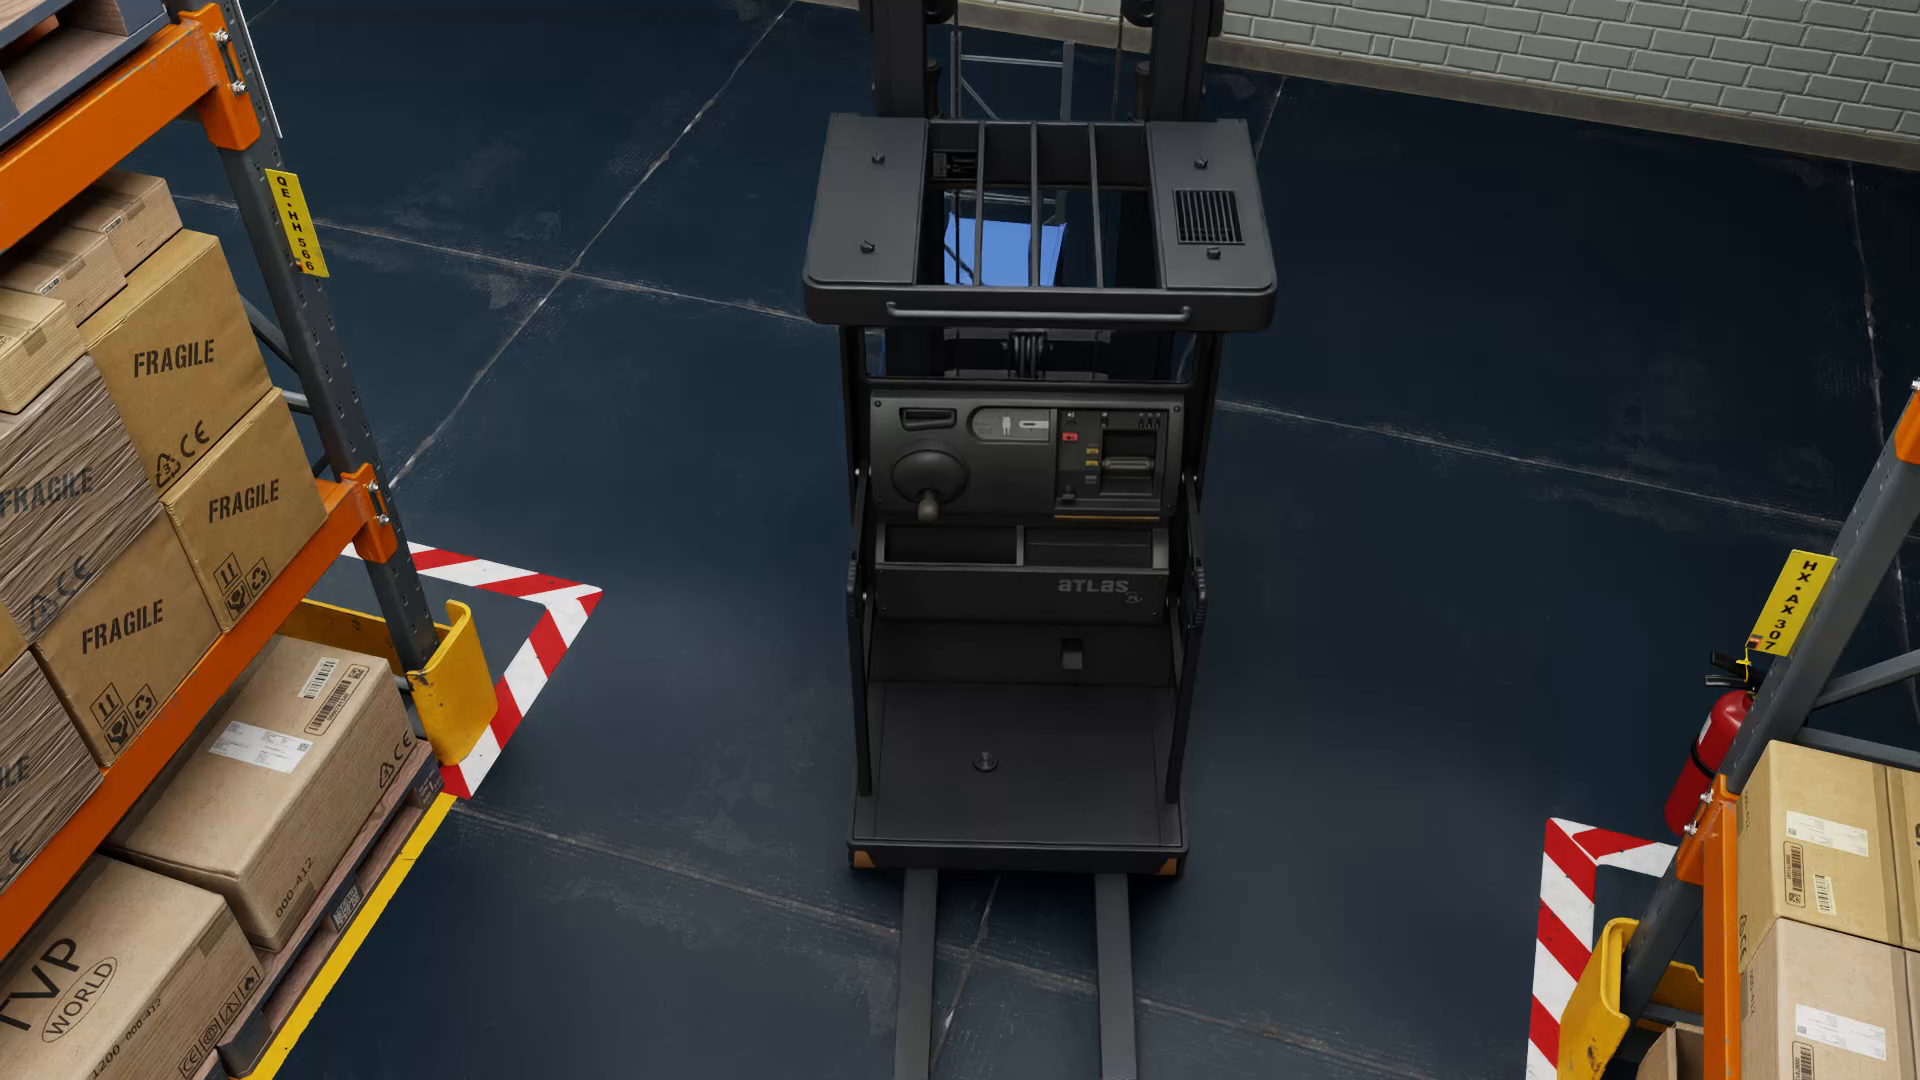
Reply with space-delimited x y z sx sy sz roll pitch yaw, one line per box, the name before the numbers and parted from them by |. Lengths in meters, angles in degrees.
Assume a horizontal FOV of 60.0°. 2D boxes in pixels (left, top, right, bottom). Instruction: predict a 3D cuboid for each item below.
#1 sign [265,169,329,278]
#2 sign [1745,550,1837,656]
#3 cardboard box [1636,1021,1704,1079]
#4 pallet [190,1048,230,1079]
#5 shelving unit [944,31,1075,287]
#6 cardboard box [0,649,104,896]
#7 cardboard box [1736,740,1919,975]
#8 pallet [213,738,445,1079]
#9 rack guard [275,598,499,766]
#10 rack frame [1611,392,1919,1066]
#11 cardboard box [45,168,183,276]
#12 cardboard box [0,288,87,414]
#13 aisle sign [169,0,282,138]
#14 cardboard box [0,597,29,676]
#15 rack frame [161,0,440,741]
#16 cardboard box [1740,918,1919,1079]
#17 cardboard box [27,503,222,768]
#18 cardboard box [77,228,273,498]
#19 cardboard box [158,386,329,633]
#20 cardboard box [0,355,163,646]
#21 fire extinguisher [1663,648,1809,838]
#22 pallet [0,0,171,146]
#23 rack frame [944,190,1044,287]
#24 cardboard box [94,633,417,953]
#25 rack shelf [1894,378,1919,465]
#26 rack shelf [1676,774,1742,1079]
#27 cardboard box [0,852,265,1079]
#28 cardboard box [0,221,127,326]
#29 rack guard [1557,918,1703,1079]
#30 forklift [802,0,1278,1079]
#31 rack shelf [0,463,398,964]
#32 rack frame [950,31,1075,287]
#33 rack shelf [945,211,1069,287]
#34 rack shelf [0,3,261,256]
sign | -1.785 -0.850 4.477 0.100 0.325 0.005 13 46 13
sign | 1.916 0.149 3.834 0.100 0.325 0.005 13 46 13
cardboard box | 2.158 1.703 4.350 0.797 0.503 0.637 11 45 11
pallet | -2.837 1.881 4.677 1.003 0.211 1.213 13 46 12
shelving unit | 0.131 -1.128 6.831 0.538 1.500 1.048 6 45 6
cardboard box | -2.505 0.543 3.979 0.500 0.500 0.500 14 46 14
cardboard box | 2.039 0.766 3.717 0.500 0.250 0.500 13 46 13
pallet | -2.466 1.071 5.505 1.003 0.211 1.213 13 46 13
rack guard | -2.291 0.402 5.982 1.175 0.500 0.348 13 46 13
rack frame | 2.433 0.573 4.019 1.000 3.000 0.127 13 46 13
cardboard box | -2.216 -0.819 4.192 0.380 0.149 0.250 13 46 13
cardboard box | -2.268 -0.455 3.820 0.380 0.149 0.250 12 46 12
aisle sign | -1.981 -1.387 4.164 0.394 0.787 0.004 13 46 13
cardboard box | -2.501 0.187 3.628 0.500 0.500 0.500 12 46 12
rack frame | -2.298 -0.476 5.091 1.000 3.000 0.127 13 46 13
cardboard box | 1.887 1.102 3.374 0.500 0.250 0.500 13 46 13
cardboard box | -2.359 0.198 4.332 0.500 0.500 0.500 12 46 12
cardboard box | -2.217 -0.497 4.327 0.500 0.500 0.500 14 46 14
cardboard box | -2.192 -0.134 4.670 0.500 0.500 0.500 13 46 13
cardboard box | -2.348 -0.142 3.964 0.500 0.500 0.500 13 46 13
fire extinguisher | 2.037 0.538 4.377 0.296 0.674 0.183 13 46 13
pallet | -2.513 -1.019 3.566 1.003 0.211 1.213 13 46 13
rack frame | 0.051 -0.777 6.472 0.500 1.500 0.032 6 45 6
cardboard box | -2.403 0.751 5.369 0.875 0.438 0.875 11 45 11
rack shelf | 1.828 1.091 1.860 1.077 0.370 4.000 13 46 13
rack shelf | 1.828 2.164 2.909 1.077 0.370 4.000 13 46 13
cardboard box | -2.672 1.363 4.744 0.875 0.438 0.875 14 46 14
cardboard box | -2.270 -0.645 4.014 0.380 0.149 0.250 13 46 13
rack guard | 2.410 1.517 4.842 1.175 0.500 0.348 13 46 13
forklift | 0.194 -0.153 4.811 1.130 2.935 3.031 1 44 1
rack shelf | -2.904 1.115 3.981 1.077 0.370 4.000 13 46 13
rack frame | 0.211 -1.479 7.190 0.500 1.500 0.032 6 45 6
rack shelf | 0.131 -1.000 6.957 0.538 0.185 1.000 6 45 6
rack shelf | -2.904 0.043 2.931 1.077 0.370 4.000 13 46 13
